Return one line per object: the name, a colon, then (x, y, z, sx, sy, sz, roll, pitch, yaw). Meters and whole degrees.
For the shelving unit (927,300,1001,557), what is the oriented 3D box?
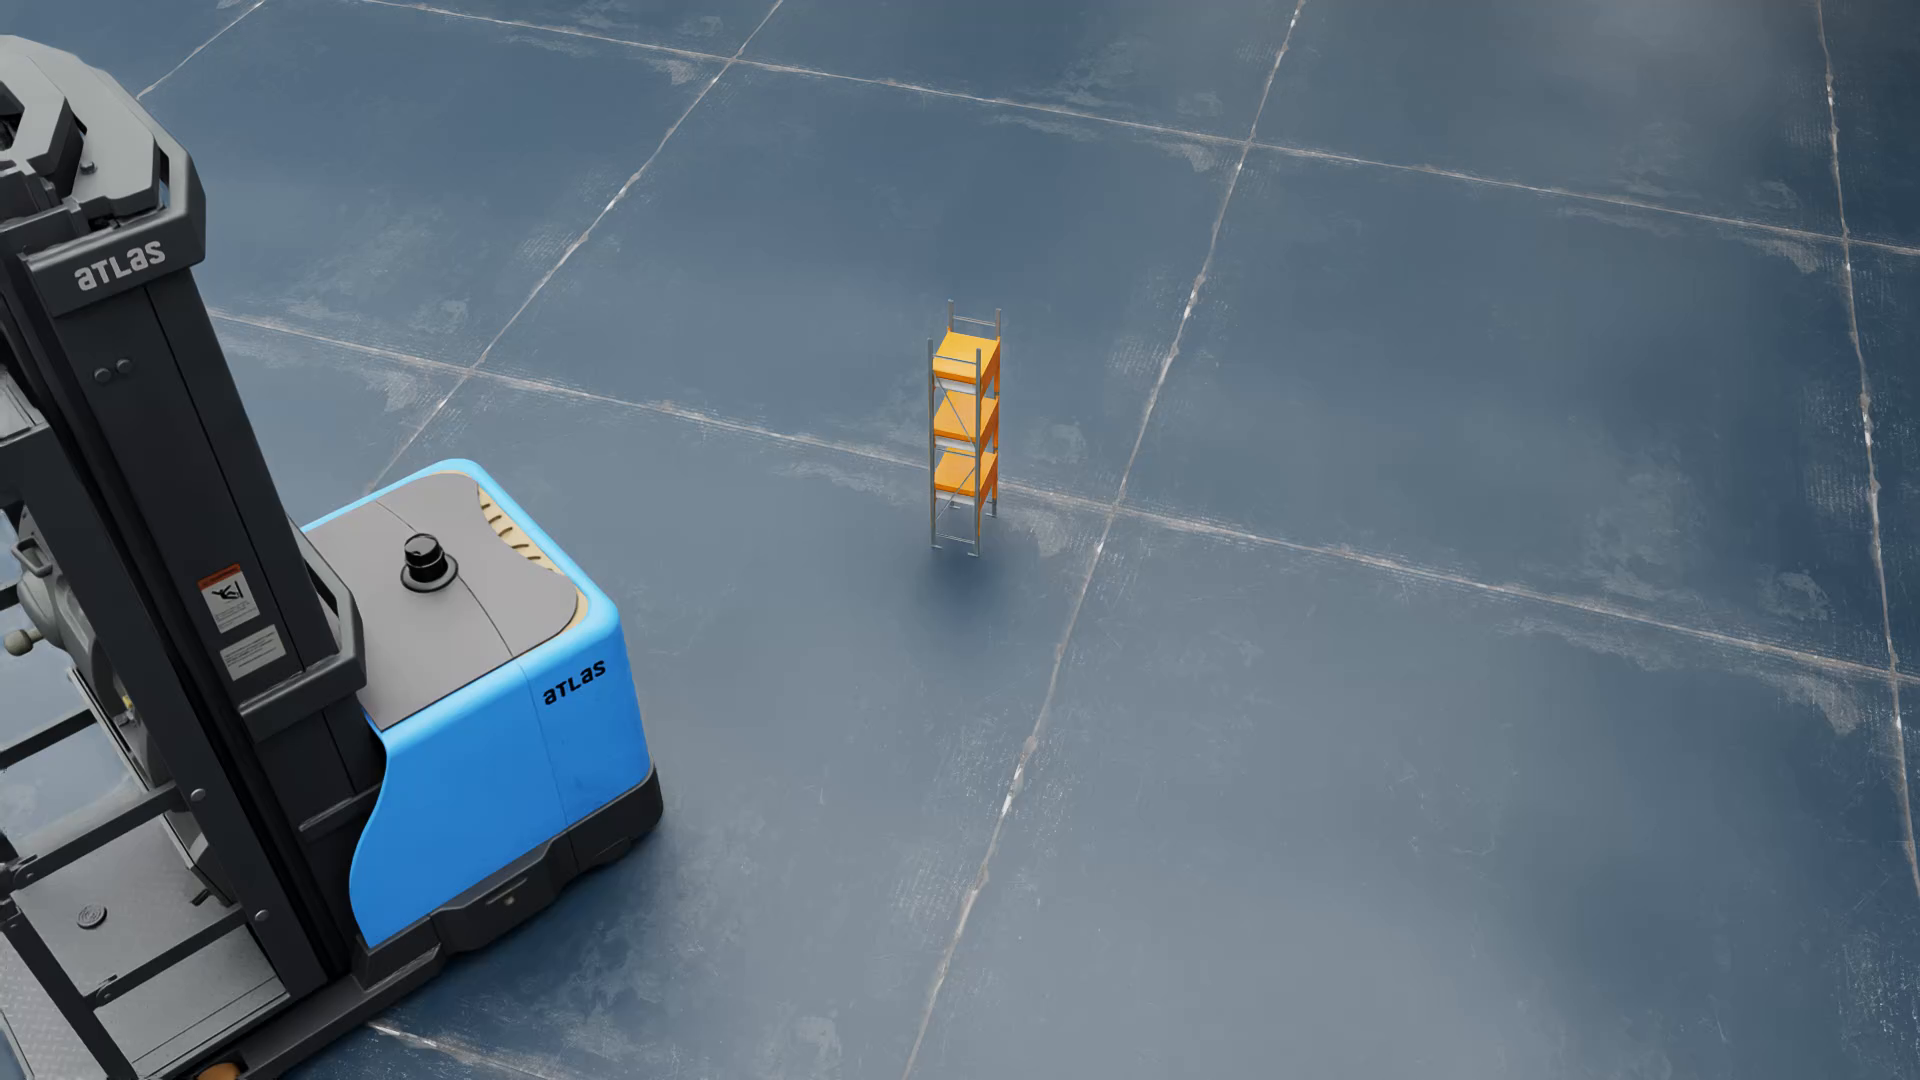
shelving unit: (0.016, -0.411, 6.419, 0.215, 1.050, 0.252, 13, 46, 12)

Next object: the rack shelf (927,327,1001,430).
rack shelf: (0.016, -0.606, 6.228, 0.215, 0.259, 0.240, 13, 46, 12)

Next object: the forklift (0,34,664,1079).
forklift: (-2.465, 0.349, 4.298, 3.031, 2.935, 1.130, -31, 52, -28)

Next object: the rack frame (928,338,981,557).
rack frame: (-0.021, -0.330, 6.336, 0.200, 1.050, 0.008, 13, 46, 12)

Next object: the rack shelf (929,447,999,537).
rack shelf: (0.016, -0.205, 6.621, 0.215, 0.259, 0.240, 13, 46, 12)

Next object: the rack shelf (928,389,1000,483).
rack shelf: (0.016, -0.403, 6.427, 0.215, 0.259, 0.240, 13, 46, 12)

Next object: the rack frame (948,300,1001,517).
rack frame: (0.053, -0.492, 6.502, 0.200, 1.050, 0.008, 13, 46, 12)
